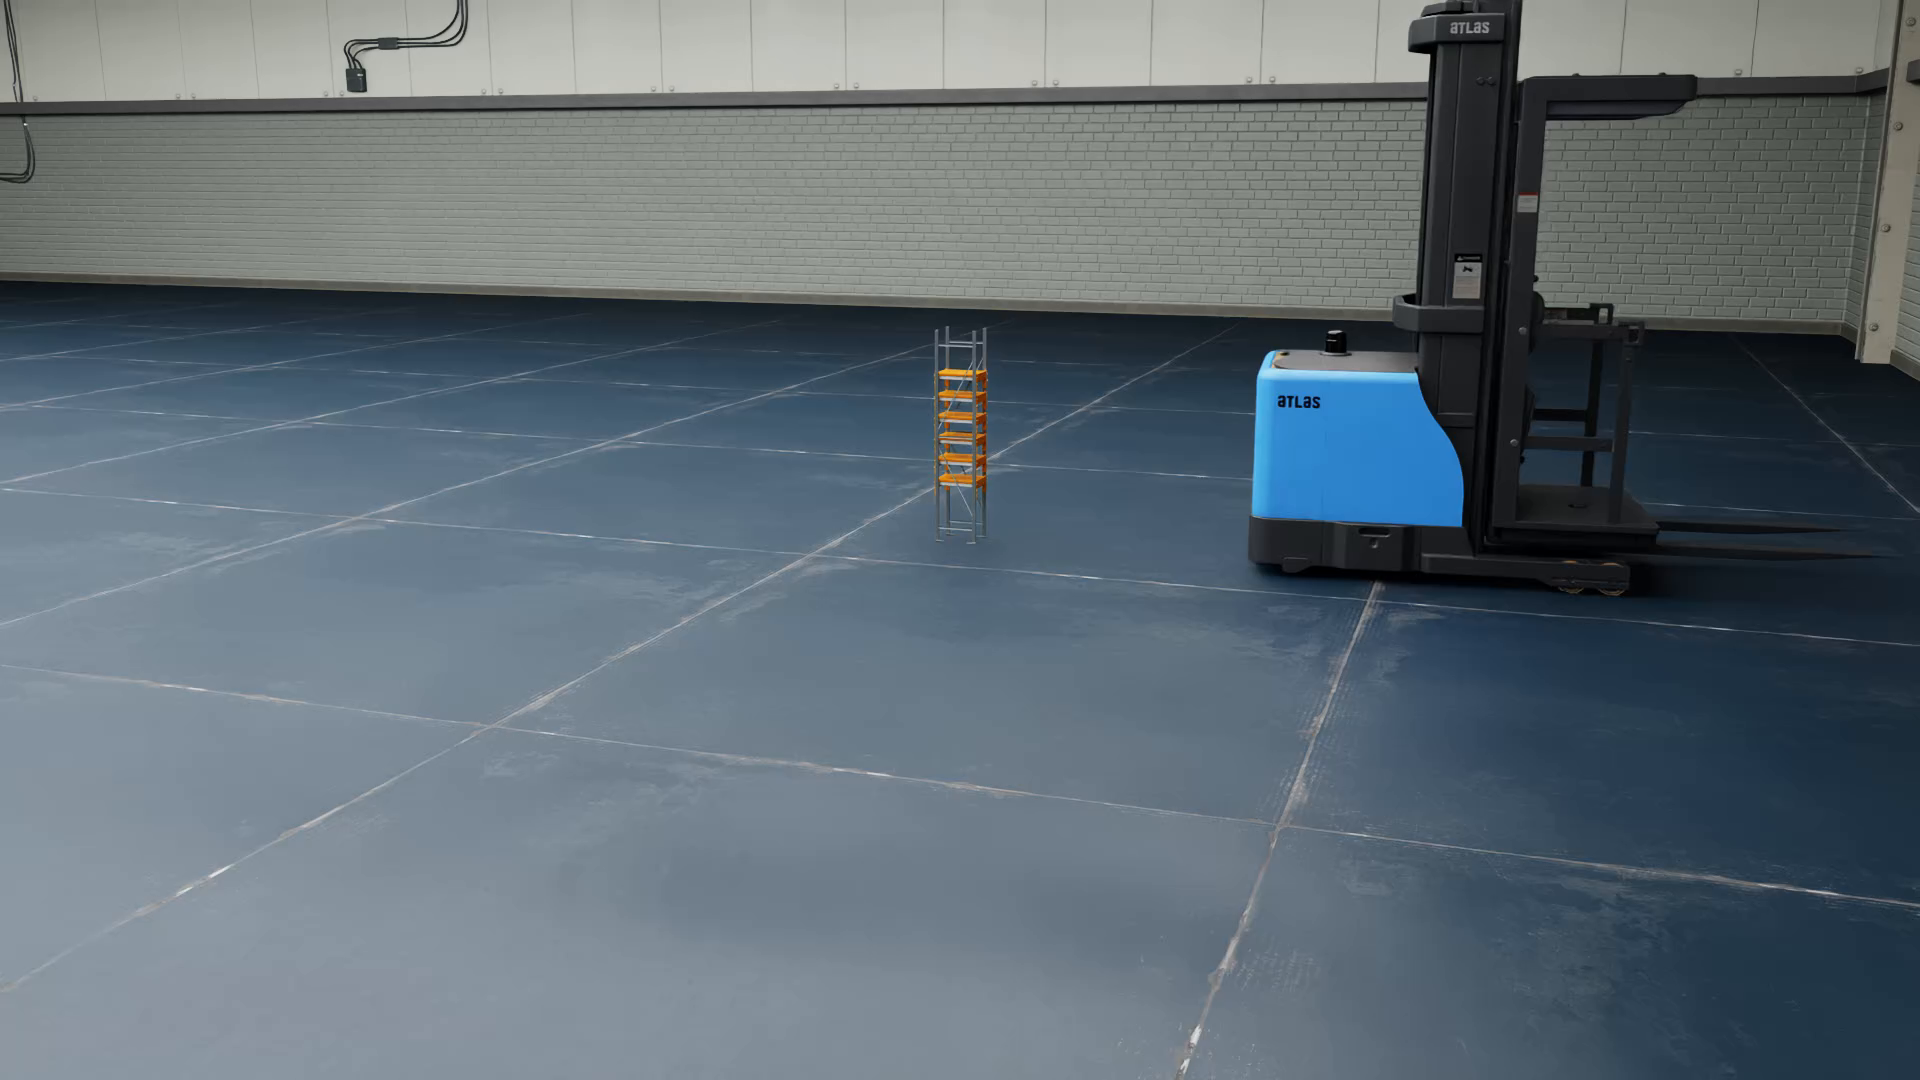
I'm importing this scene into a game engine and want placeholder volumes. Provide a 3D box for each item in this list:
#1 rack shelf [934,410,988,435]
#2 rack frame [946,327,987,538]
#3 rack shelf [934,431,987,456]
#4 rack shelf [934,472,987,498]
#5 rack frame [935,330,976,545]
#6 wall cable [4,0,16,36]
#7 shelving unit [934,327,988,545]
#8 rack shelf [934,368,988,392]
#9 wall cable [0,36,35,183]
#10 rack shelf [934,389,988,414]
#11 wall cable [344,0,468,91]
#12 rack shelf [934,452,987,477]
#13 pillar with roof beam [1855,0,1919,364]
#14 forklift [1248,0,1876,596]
[{"bbox_3d":[0.005,-0.662,9.351,0.258,0.103,0.180,4,14,18],"label":"rack shelf"},{"bbox_3d":[0.034,-0.607,9.452,0.240,1.200,0.006,4,14,18],"label":"rack frame"},{"bbox_3d":[0.005,-0.545,9.378,0.258,0.103,0.180,4,14,18],"label":"rack shelf"},{"bbox_3d":[0.005,-0.311,9.431,0.258,0.103,0.180,4,14,18],"label":"rack shelf"},{"bbox_3d":[-0.025,-0.569,9.283,0.240,1.200,0.006,4,14,18],"label":"rack frame"},{"bbox_3d":[-15.186,-9.862,28.101,3.097,2.526,0.112,4,14,18],"label":"wall cable"},{"bbox_3d":[0.005,-0.588,9.368,0.258,1.200,0.189,4,14,18],"label":"shelving unit"},{"bbox_3d":[0.005,-0.896,9.298,0.258,0.103,0.180,4,14,18],"label":"rack shelf"},{"bbox_3d":[-17.746,-7.594,29.516,3.097,2.526,0.112,4,14,18],"label":"wall cable"},{"bbox_3d":[0.005,-0.779,9.324,0.258,0.103,0.180,4,14,18],"label":"rack shelf"},{"bbox_3d":[-8.768,-10.079,25.783,2.305,6.003,0.169,4,14,18],"label":"wall cable"},{"bbox_3d":[0.005,-0.428,9.404,0.258,0.103,0.180,4,14,18],"label":"rack shelf"},{"bbox_3d":[5.782,-6.625,18.292,9.100,9.000,0.400,4,14,18],"label":"pillar with roof beam"},{"bbox_3d":[3.084,-1.281,8.512,3.031,2.935,1.130,3,13,12],"label":"forklift"}]
